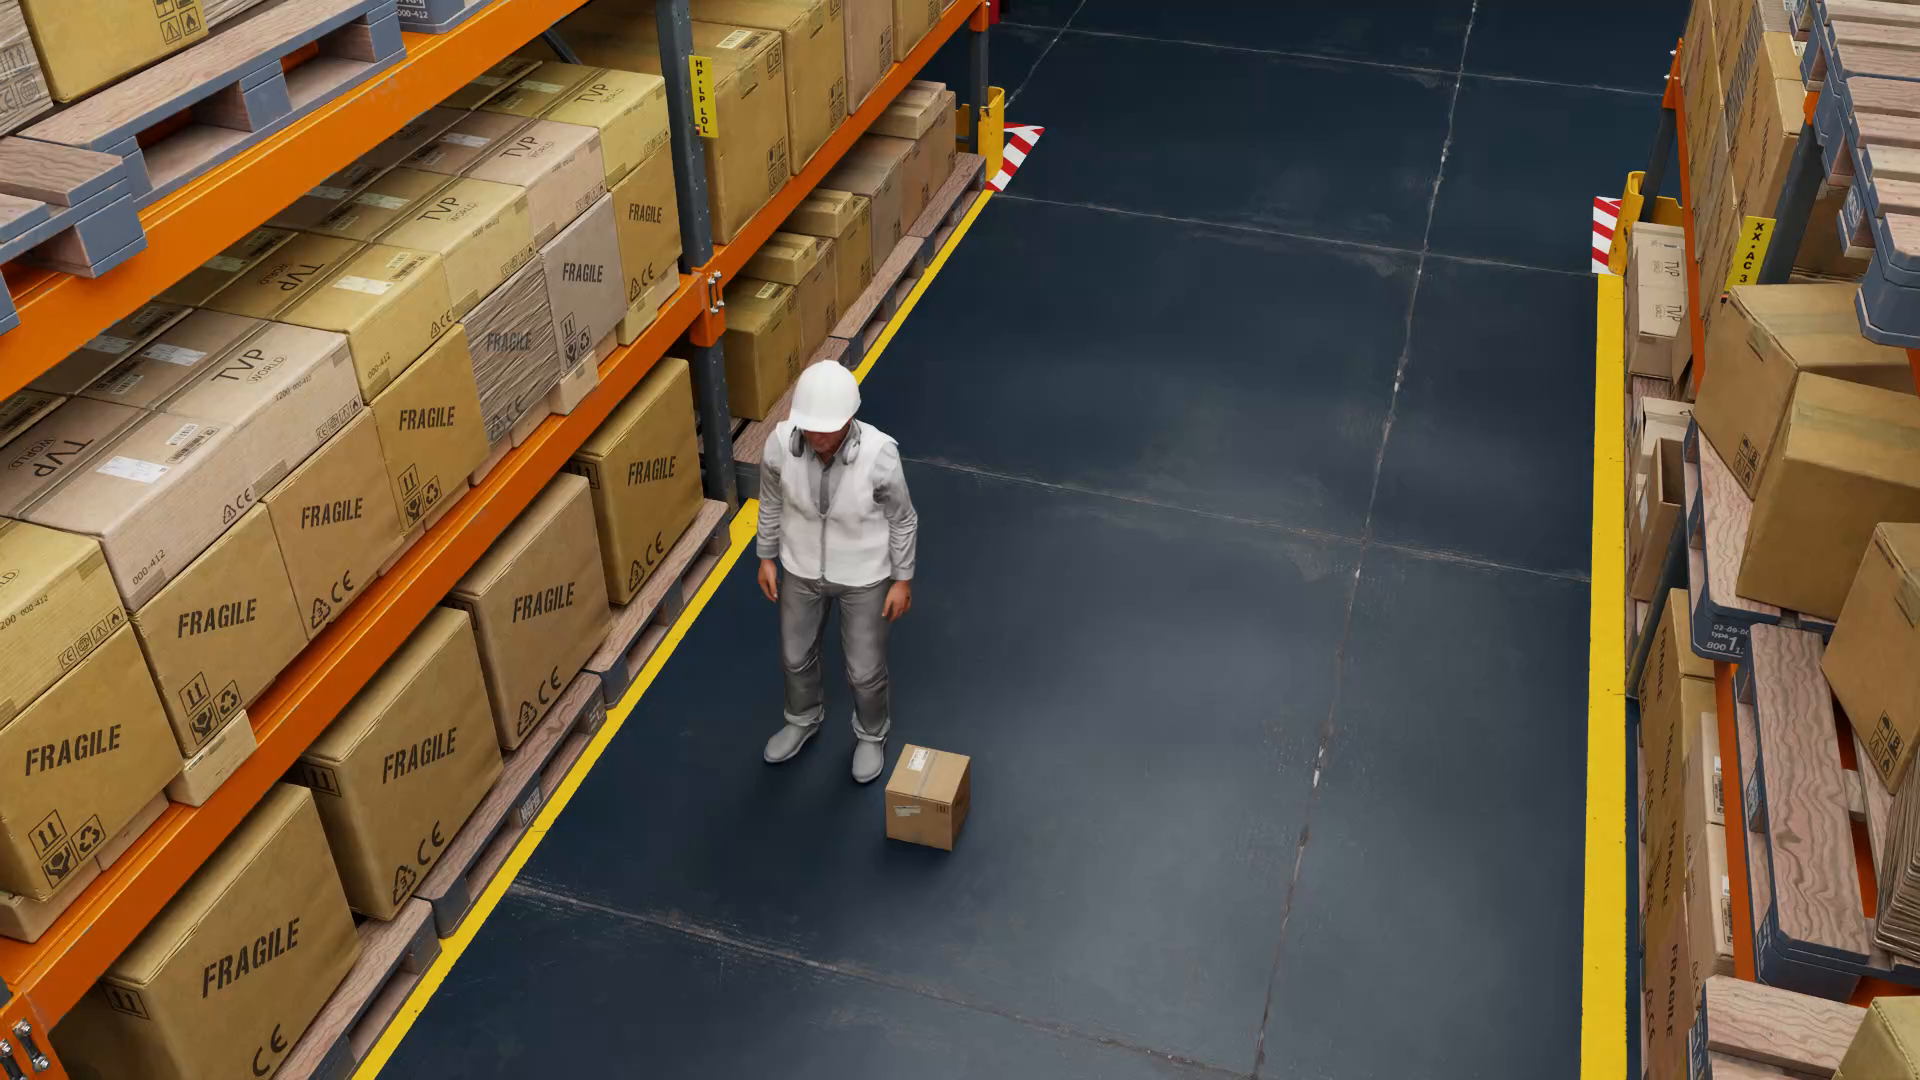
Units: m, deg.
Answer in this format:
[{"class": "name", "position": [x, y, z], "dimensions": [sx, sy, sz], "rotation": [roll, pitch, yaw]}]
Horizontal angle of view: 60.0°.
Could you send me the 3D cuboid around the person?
[{"class": "person", "position": [-0.448, 0.107, 5.986], "dimensions": [0.594, 1.769, 0.461], "rotation": [9, 38, 12]}]
